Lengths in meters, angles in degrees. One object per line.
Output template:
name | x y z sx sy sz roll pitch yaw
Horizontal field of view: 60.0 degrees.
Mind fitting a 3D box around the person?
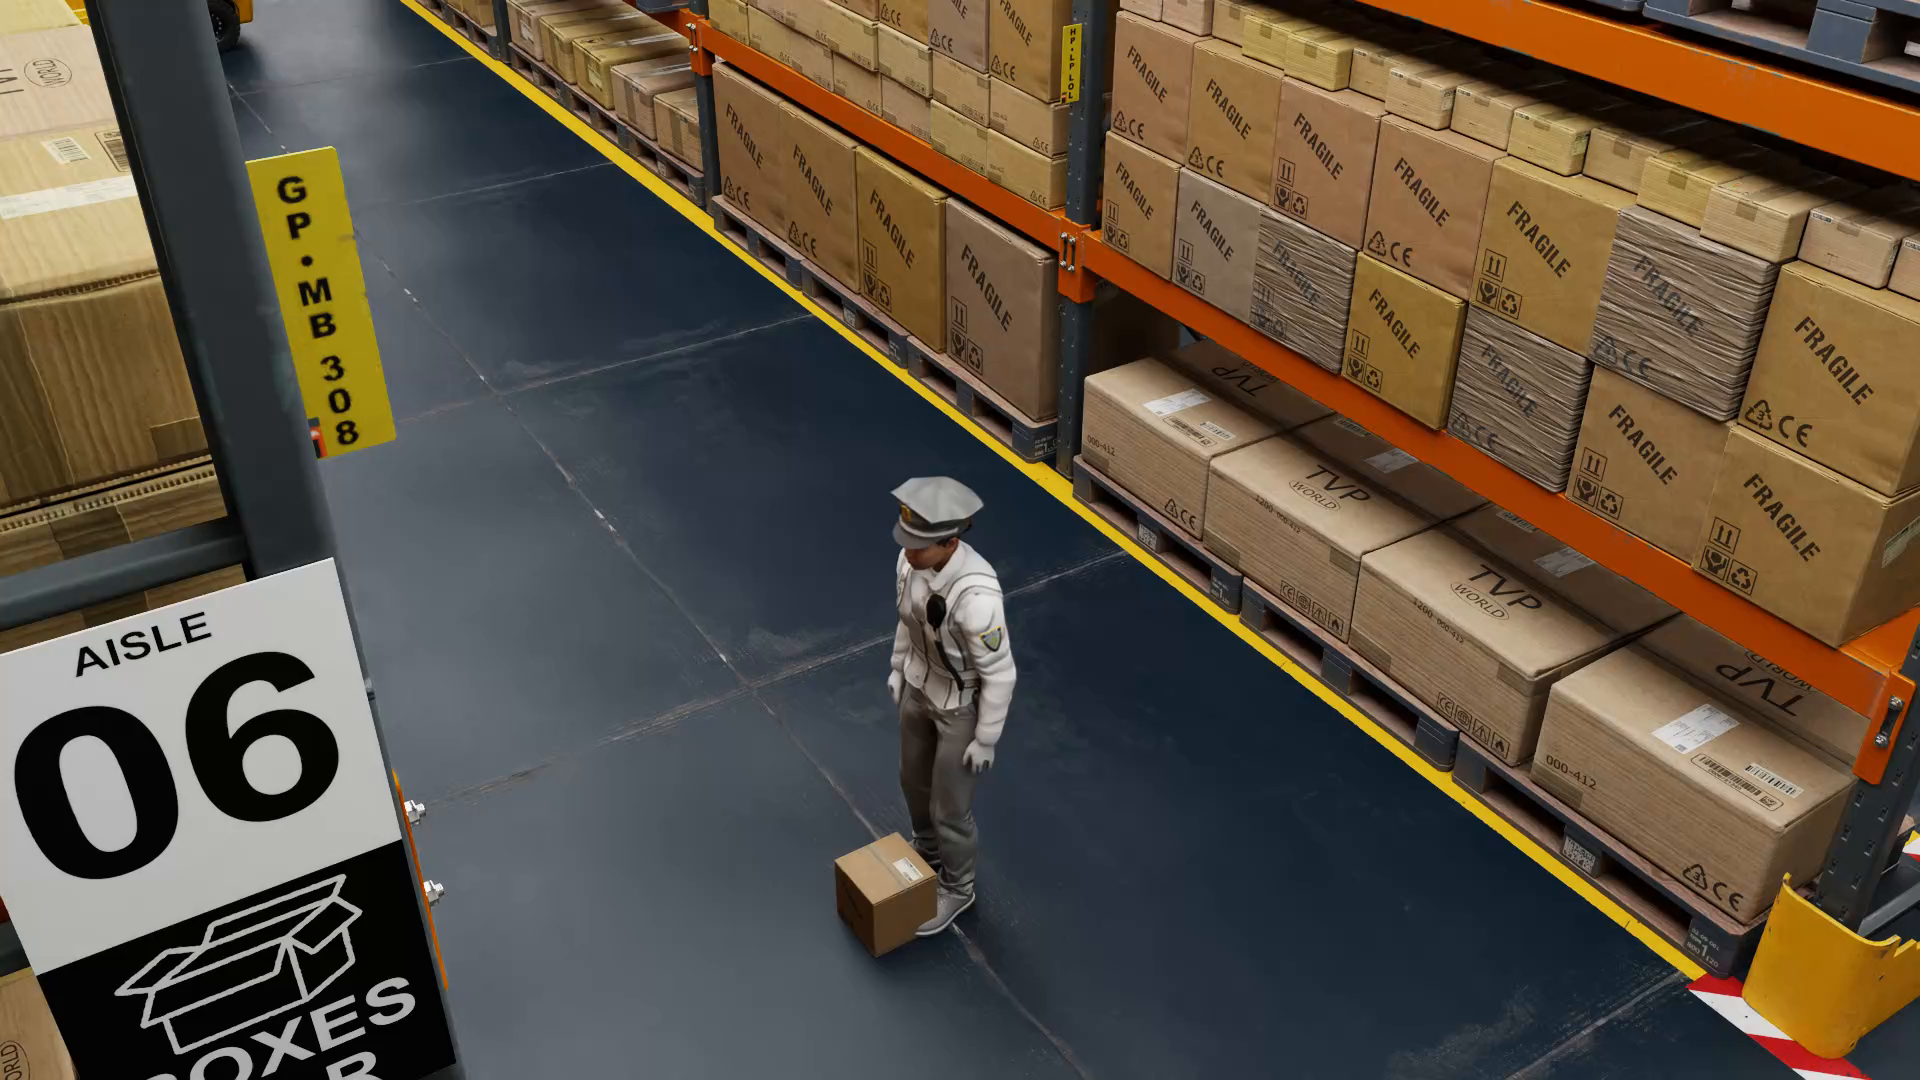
person | -0.062 0.531 5.312 0.415 1.661 0.538 -22 39 -30
